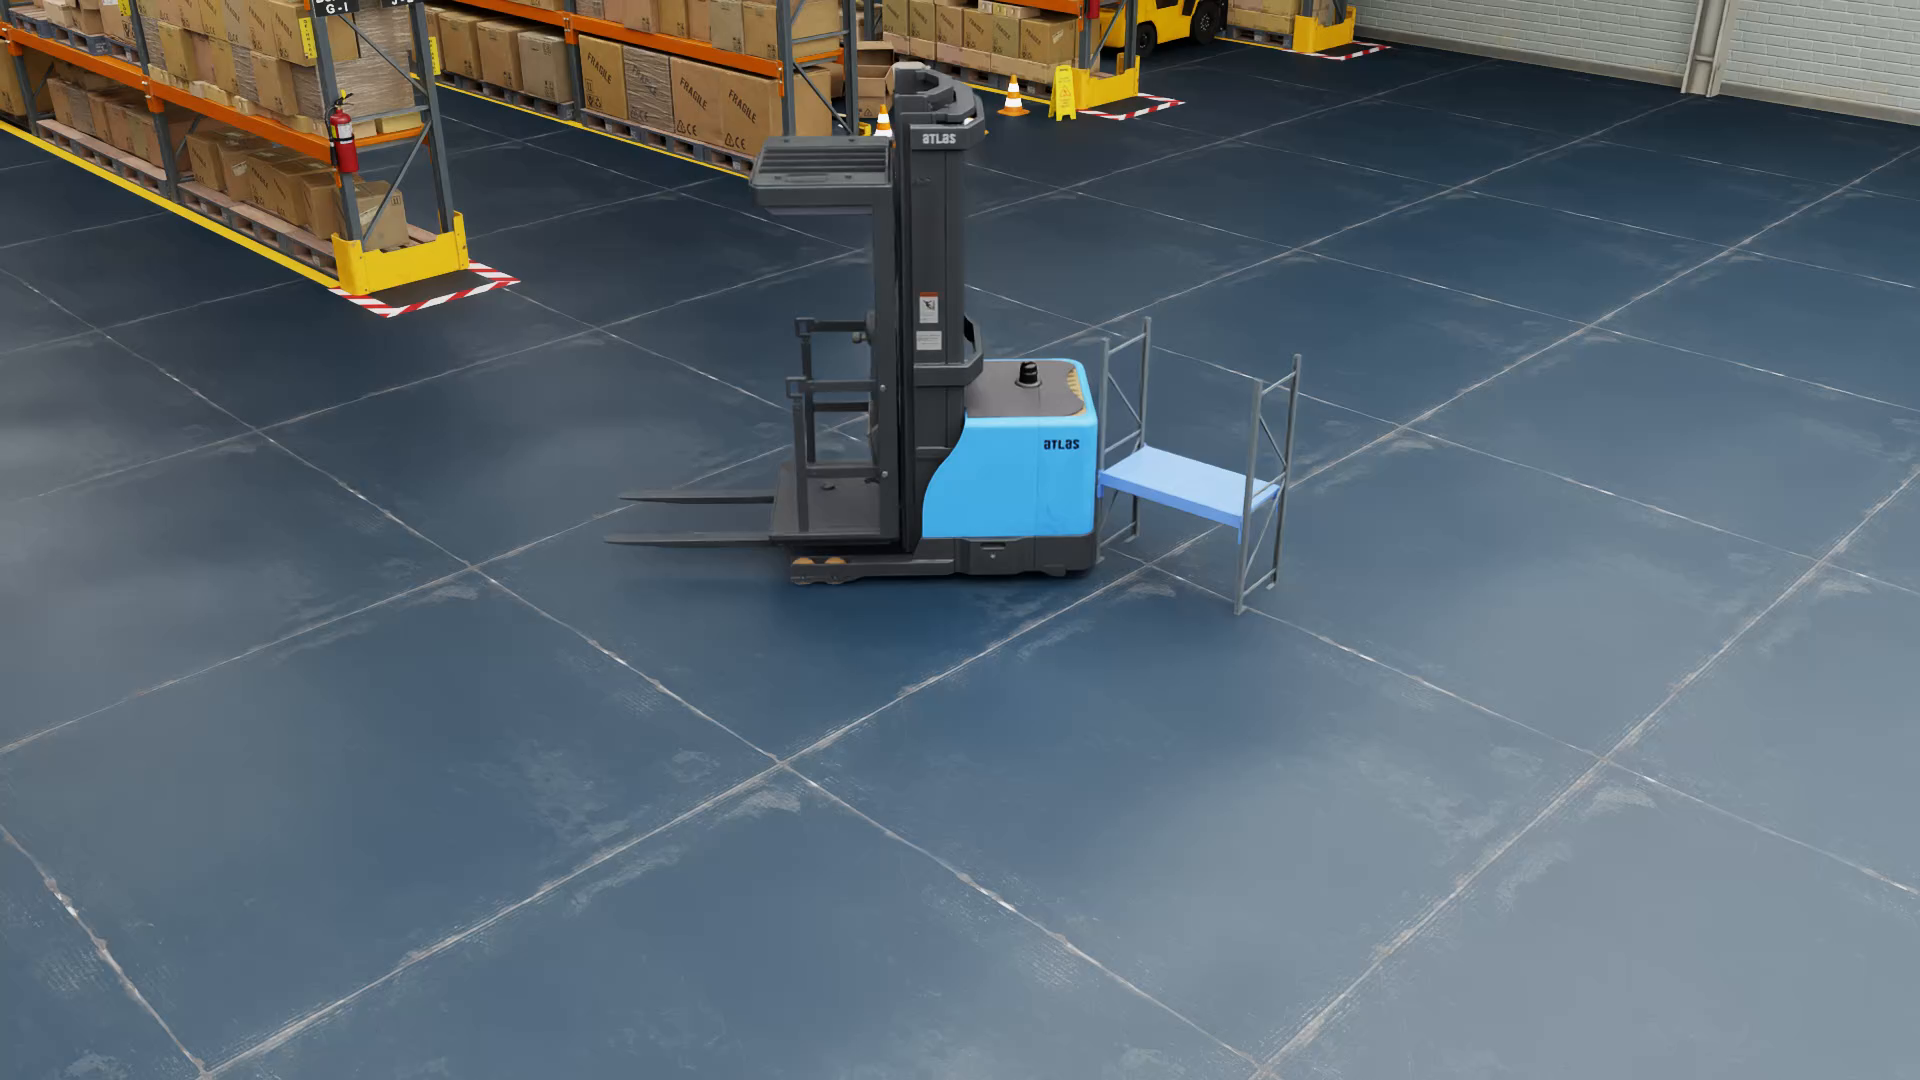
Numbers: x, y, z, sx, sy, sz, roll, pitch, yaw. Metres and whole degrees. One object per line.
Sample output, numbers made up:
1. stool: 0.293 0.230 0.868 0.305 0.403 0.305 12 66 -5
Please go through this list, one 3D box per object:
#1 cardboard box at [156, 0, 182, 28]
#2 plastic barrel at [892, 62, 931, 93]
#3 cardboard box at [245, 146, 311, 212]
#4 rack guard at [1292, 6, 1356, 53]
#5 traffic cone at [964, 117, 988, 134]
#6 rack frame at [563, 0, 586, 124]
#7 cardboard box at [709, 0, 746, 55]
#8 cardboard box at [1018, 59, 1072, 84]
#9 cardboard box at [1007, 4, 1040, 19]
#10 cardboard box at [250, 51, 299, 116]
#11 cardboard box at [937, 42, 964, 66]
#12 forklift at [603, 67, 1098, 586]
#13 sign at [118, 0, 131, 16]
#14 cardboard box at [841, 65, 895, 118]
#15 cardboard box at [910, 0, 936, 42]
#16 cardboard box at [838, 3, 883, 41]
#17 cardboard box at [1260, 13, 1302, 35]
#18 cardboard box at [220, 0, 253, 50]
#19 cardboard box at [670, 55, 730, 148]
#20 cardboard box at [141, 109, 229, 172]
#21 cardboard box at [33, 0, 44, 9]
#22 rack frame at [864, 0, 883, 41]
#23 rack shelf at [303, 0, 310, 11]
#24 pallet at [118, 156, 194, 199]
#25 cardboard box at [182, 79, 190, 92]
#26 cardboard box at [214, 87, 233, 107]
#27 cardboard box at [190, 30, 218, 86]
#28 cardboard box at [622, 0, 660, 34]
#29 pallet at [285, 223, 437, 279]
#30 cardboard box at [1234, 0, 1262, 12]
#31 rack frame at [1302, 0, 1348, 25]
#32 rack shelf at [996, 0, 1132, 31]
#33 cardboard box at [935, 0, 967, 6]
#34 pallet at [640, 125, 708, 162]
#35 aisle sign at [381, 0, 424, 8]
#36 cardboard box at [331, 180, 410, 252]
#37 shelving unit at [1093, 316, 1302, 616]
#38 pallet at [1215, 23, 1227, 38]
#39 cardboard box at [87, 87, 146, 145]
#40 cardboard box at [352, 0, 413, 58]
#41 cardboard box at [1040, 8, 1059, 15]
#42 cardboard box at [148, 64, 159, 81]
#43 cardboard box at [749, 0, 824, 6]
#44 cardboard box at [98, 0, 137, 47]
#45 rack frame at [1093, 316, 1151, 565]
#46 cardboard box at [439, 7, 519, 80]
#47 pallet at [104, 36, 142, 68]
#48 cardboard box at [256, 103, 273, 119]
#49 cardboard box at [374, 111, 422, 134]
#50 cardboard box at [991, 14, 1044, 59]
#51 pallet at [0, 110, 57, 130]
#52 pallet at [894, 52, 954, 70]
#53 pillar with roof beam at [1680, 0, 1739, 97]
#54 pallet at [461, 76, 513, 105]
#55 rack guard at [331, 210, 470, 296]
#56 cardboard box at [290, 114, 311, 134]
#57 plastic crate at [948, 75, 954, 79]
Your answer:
1. cardboard box: -7.411 -5.260 16.022 0.500 0.500 0.500 25 36 38
2. plastic barrel: -0.645 -6.050 21.794 0.512 0.421 0.421 -3 28 -5
3. cardboard box: -6.743 -3.610 16.620 0.500 0.500 0.500 21 34 34
4. rack guard: 5.383 -7.553 24.571 0.348 0.500 1.175 25 36 38
5. traffic cone: 0.142 -5.129 20.000 0.334 0.463 0.336 25 36 38
6. rack frame: -4.362 -6.648 20.164 0.127 3.000 1.000 25 36 38
7. cardboard box: -2.213 -5.688 18.176 0.550 0.550 0.875 25 36 38
8. cardboard box: 1.107 -6.170 21.758 0.500 0.250 0.500 24 36 38
9. cardboard box: 0.826 -6.879 21.603 0.380 0.149 0.250 -24 36 -38
10. cardboard box: -5.873 -4.218 15.115 0.500 0.500 0.875 25 36 38
11. cardboard box: 0.037 -6.668 22.705 0.500 0.250 0.500 24 36 38
12. forklift: -0.698 -1.269 10.007 3.031 2.935 1.130 -1 28 -2
13. sign: -8.298 -5.362 16.474 0.005 0.325 0.100 25 36 38
14. cardboard box: -1.139 -5.647 20.942 0.637 0.503 0.797 2 28 4
15. cardboard box: -0.342 -7.172 22.857 0.500 0.500 0.500 -24 36 -37
16. cardboard box: -1.339 -7.517 24.188 0.950 0.372 0.625 -25 37 -39
17. cardboard box: 4.810 -7.685 24.638 0.500 0.250 0.500 25 37 39
18. cardboard box: -6.340 -4.771 15.093 0.500 0.500 0.500 25 36 38
19. cardboard box: -2.668 -5.074 19.002 0.875 0.875 0.875 24 36 38
20. cardboard box: -8.334 -4.331 17.970 0.500 0.500 0.700 21 34 35
21. cardboard box: -10.350 -6.408 19.147 0.500 0.500 0.500 20 33 33
22. rack frame: -0.963 -8.324 23.351 0.127 3.000 1.000 25 36 38
23. rack shelf: -6.485 -5.392 15.324 4.000 0.370 1.077 25 36 38
24. pallet: -8.467 -4.055 18.227 1.213 0.211 1.003 25 36 38
25. cardboard box: -7.417 -4.517 16.381 0.250 0.149 0.380 25 36 38
26. cardboard box: -6.890 -4.269 15.909 0.250 0.149 0.380 25 36 38
27. cardboard box: -6.875 -4.739 16.106 0.500 0.500 0.875 25 36 38
28. cardboard box: -3.380 -6.211 19.171 0.550 0.550 0.875 25 36 38
29. pallet: -5.668 -2.797 15.837 1.213 0.211 1.003 25 36 38
30. cardboard box: 4.450 -8.080 24.852 0.500 0.250 0.500 24 36 38
31. rack frame: 5.366 -8.667 24.004 0.127 3.000 1.000 25 36 38
32. rack shelf: 0.463 -7.353 22.277 4.000 0.370 1.077 25 36 38
33. cardboard box: -0.123 -7.315 22.433 0.380 0.149 0.250 -23 35 -36
34. pallet: -3.000 -4.742 19.535 1.213 0.211 1.003 25 36 38
35. aisle sign: -4.804 -4.960 14.160 0.004 0.787 0.394 25 36 38
36. cardboard box: -5.492 -3.019 15.496 0.500 0.500 0.500 -18 33 -30
37. shelving unit: 1.394 -0.455 9.998 1.048 1.500 0.538 20 34 33
38. pallet: 3.926 -8.067 25.858 1.213 0.211 1.003 25 36 38
39. cardboard box: -9.458 -4.857 18.971 0.700 0.500 0.500 -22 35 -35
40. cardboard box: -5.260 -4.618 14.802 0.500 0.500 0.500 25 36 38
41. cardboard box: 1.114 -6.851 22.247 0.500 0.500 0.500 23 35 37
42. cardboard box: -7.969 -4.754 16.831 0.250 0.149 0.380 25 36 38
43. cardboard box: -1.747 -6.021 17.650 0.550 0.550 0.875 25 36 38
44. cardboard box: -8.380 -5.792 17.440 1.000 1.000 1.000 25 37 39
45. rack frame: 0.994 -0.601 10.275 0.032 1.500 0.500 20 34 33
46. cardboard box: -6.217 -6.631 22.097 1.050 0.750 0.750 -25 36 -38
47. pallet: -8.354 -5.248 17.707 1.213 0.211 1.003 25 36 38
48. cardboard box: -6.310 -4.046 15.484 0.250 0.149 0.380 25 36 38
49. cardboard box: -5.095 -3.791 15.000 0.250 0.149 0.380 25 36 38
50. cardboard box: 0.760 -6.664 21.891 0.500 0.500 0.500 -24 36 -37
51. pallet: -11.273 -5.388 20.764 1.213 0.211 1.003 25 36 38
52. pallet: -0.460 -6.882 23.605 1.213 0.211 1.003 25 36 38
53. pillar with roof beam: 6.762 -8.462 17.168 0.400 9.000 9.100 25 36 38
54. pallet: -5.839 -6.039 22.001 1.213 0.211 1.003 25 36 38
55. rack guard: -5.113 -2.648 15.243 0.348 0.500 1.175 25 36 38
56. cardboard box: -5.799 -3.790 14.997 0.250 0.149 0.380 25 36 38
57. plastic crate: -0.419 -6.247 22.538 0.583 0.080 0.402 12 30 22
